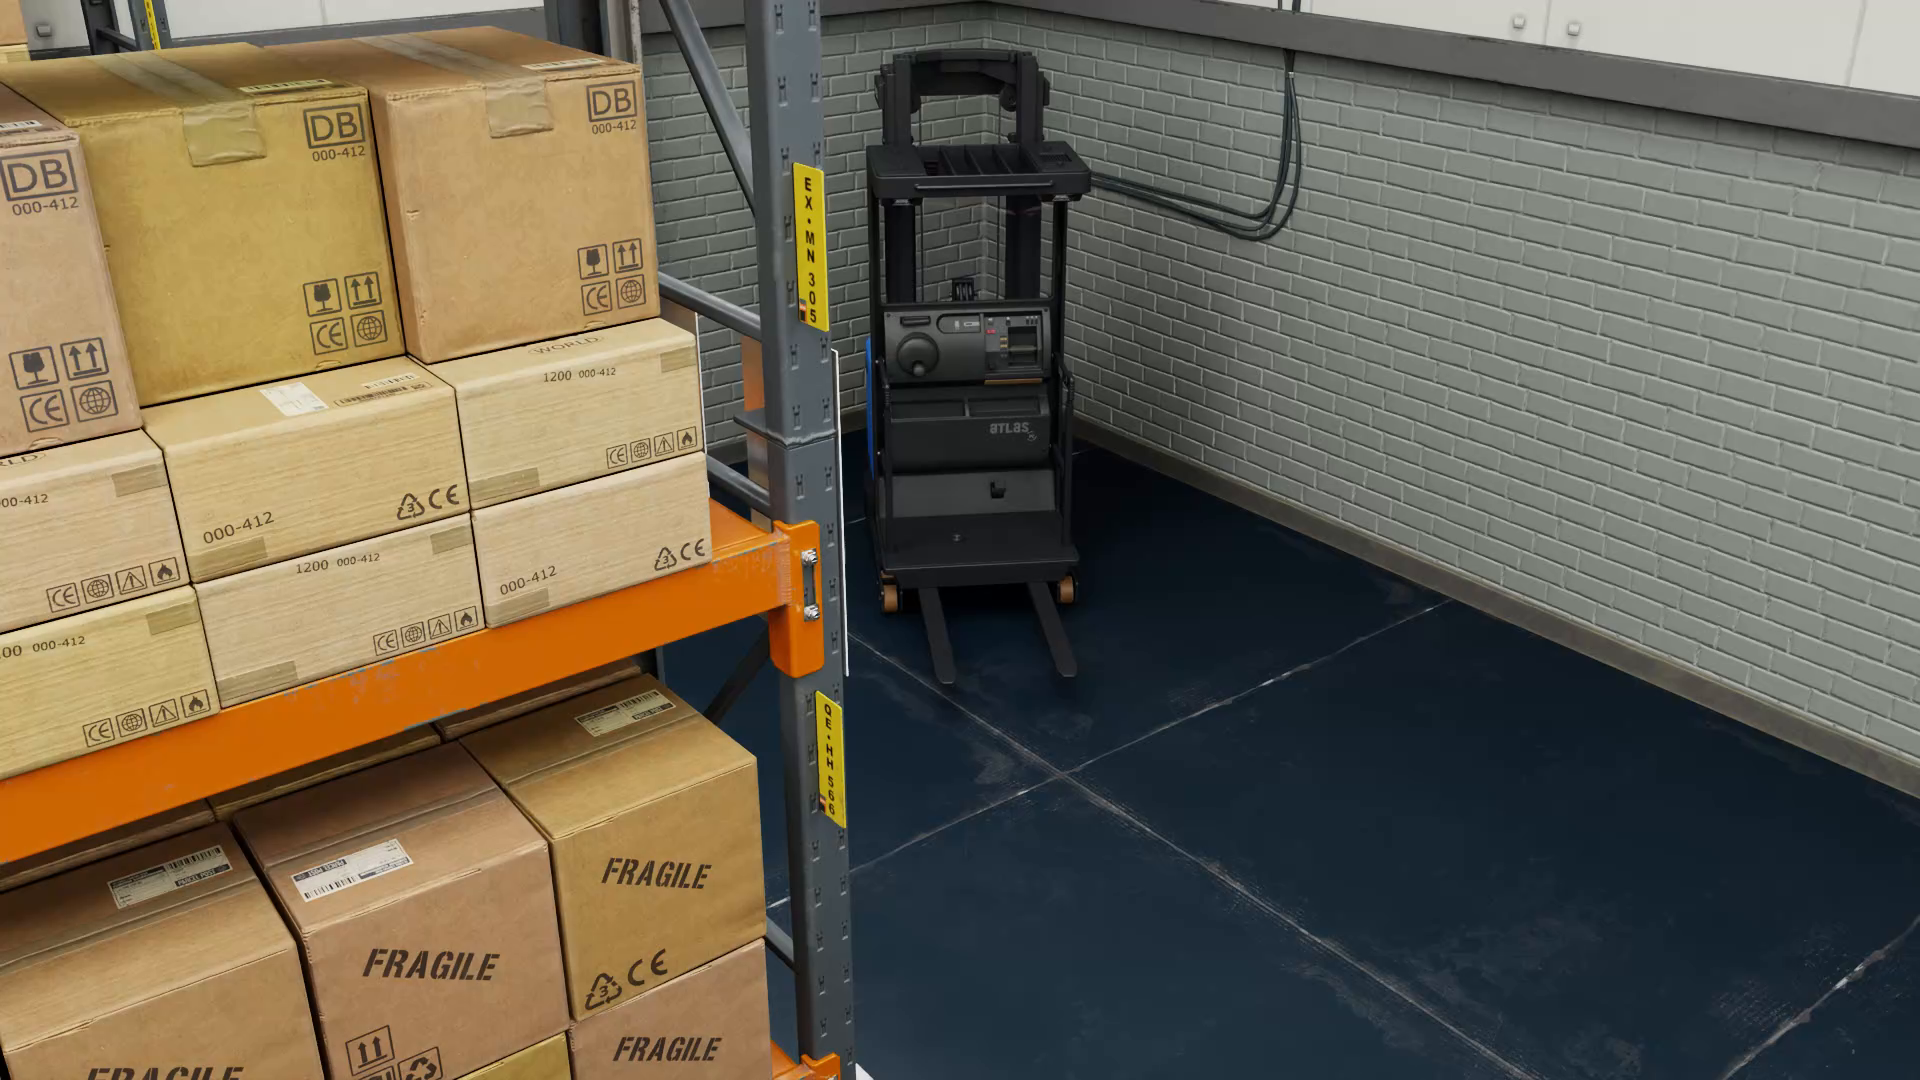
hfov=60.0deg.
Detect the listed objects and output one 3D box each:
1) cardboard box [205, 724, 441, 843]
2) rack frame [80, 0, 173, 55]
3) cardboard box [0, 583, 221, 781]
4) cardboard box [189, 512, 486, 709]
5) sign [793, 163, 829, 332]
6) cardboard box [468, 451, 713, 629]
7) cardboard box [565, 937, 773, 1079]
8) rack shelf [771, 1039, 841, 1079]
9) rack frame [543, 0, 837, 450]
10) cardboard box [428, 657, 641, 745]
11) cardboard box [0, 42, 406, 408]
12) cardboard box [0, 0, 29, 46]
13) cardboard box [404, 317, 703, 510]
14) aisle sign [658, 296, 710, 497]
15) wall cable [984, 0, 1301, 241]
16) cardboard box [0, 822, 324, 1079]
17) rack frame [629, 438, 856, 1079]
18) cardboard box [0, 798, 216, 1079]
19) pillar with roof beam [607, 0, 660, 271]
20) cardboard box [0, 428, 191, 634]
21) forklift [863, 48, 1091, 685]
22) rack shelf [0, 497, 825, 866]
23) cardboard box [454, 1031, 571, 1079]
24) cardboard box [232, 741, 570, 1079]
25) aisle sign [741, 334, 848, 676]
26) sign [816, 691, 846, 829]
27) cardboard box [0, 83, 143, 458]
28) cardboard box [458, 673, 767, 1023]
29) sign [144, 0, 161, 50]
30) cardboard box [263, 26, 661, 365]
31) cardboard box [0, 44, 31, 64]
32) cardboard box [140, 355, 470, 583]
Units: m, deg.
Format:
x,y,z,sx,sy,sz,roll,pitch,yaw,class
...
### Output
x,y,z,sx,sy,sz,roll,pitch,yaw,class
-1.543,0.656,3.967,0.500,0.500,0.500,-18,30,-34,cardboard box
-3.684,-3.373,6.828,0.127,3.000,1.000,-18,31,-34,rack frame
-1.652,0.177,2.920,0.500,0.250,0.500,-18,31,-34,cardboard box
-1.267,0.043,3.209,0.500,0.250,0.500,-18,31,-34,cardboard box
-0.298,-0.585,3.332,0.005,0.325,0.100,-18,31,-34,sign
-0.866,-0.083,3.481,0.500,0.250,0.500,-18,31,-34,cardboard box
-0.809,1.150,4.091,0.500,0.500,0.500,-17,30,-32,cardboard box
-2.199,1.834,3.589,4.000,0.370,1.077,-18,31,-34,rack shelf
-0.625,-1.733,3.294,0.127,3.000,1.000,-18,31,-34,rack frame
-1.137,0.517,4.265,0.500,0.500,0.500,-17,30,-33,cardboard box
-1.465,-0.630,3.175,0.500,0.500,0.700,-18,31,-34,cardboard box
-4.092,-2.240,6.619,0.500,0.500,0.500,-18,31,-34,cardboard box
-0.872,-0.313,3.382,0.500,0.250,0.500,-18,31,-34,cardboard box
-0.752,-0.306,4.258,0.004,0.787,0.394,-18,31,-34,aisle sign
0.987,-3.315,10.392,0.112,2.526,3.097,-18,31,-34,wall cable
-1.607,0.964,3.303,0.500,0.500,0.500,-17,30,-33,cardboard box
-0.625,0.988,4.557,0.127,3.000,1.000,-18,31,-34,rack frame
-1.940,0.784,3.691,0.500,0.500,0.500,-18,30,-33,cardboard box
0.563,-2.935,5.884,0.400,9.000,9.100,-18,31,-34,pillar with roof beam
-1.661,-0.054,2.825,0.500,0.250,0.500,-18,31,-34,cardboard box
0.071,-1.069,9.072,1.130,2.935,3.031,-3,25,-6,forklift
-2.199,0.474,2.958,4.000,0.370,1.077,-18,31,-34,rack shelf
-1.215,1.286,3.798,0.500,0.500,0.500,-18,30,-34,cardboard box
-1.202,0.828,3.597,0.500,0.500,0.500,-17,30,-33,cardboard box
-0.382,-0.107,3.829,0.004,0.787,0.394,-18,31,-34,aisle sign
-0.298,0.509,3.839,0.005,0.325,0.100,-18,31,-34,sign
-1.792,-0.465,2.819,0.500,0.500,0.700,-18,31,-34,cardboard box
-0.805,0.696,3.880,0.500,0.500,0.500,-19,31,-34,cardboard box
-3.361,-2.195,6.895,0.005,0.325,0.100,-18,31,-34,sign
-1.019,-0.732,3.395,0.500,0.500,0.700,-18,31,-34,cardboard box
-4.097,-1.902,6.782,0.500,0.250,0.500,-17,30,-33,cardboard box
-1.265,-0.183,3.102,0.500,0.250,0.500,-18,31,-34,cardboard box
